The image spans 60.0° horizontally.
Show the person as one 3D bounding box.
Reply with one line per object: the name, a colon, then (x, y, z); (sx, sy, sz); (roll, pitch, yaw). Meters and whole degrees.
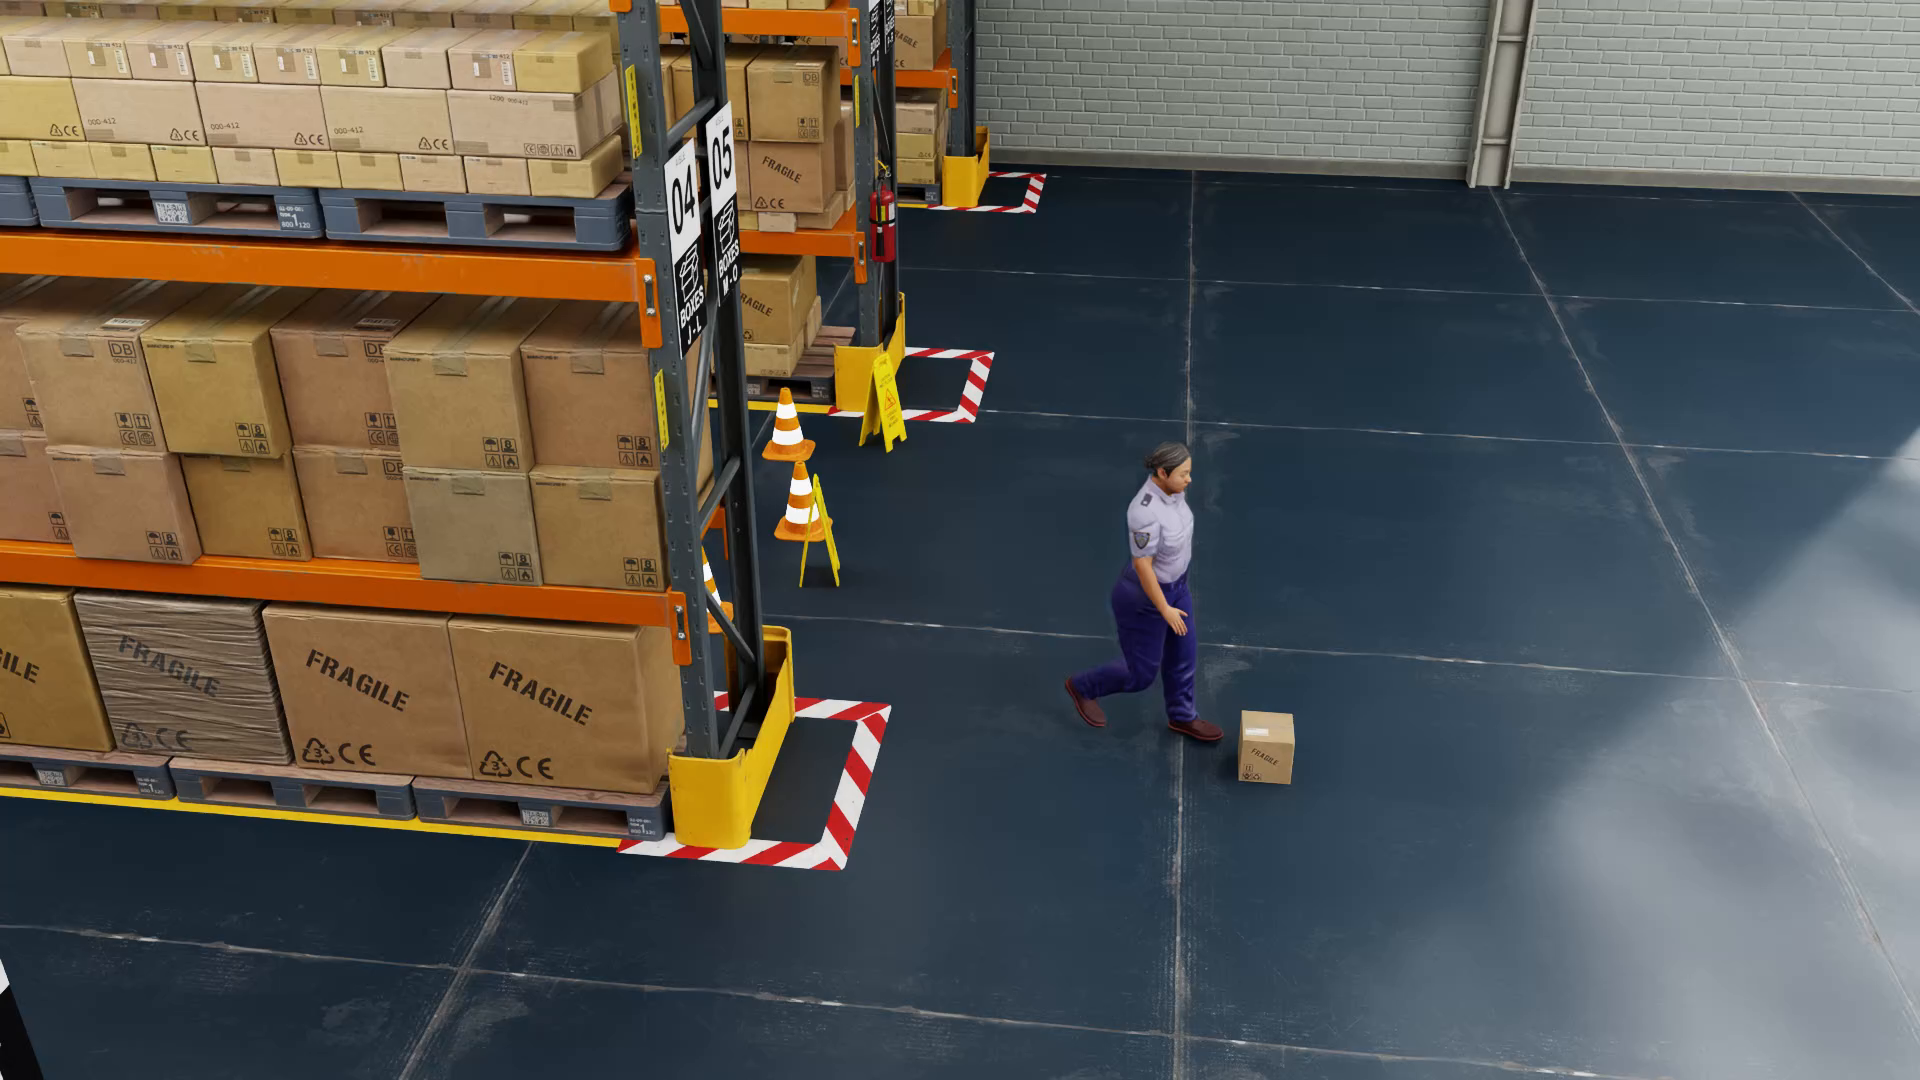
person: (0.933, 0.259, 8.137); (0.787, 1.628, 0.479); (16, 32, 26)
